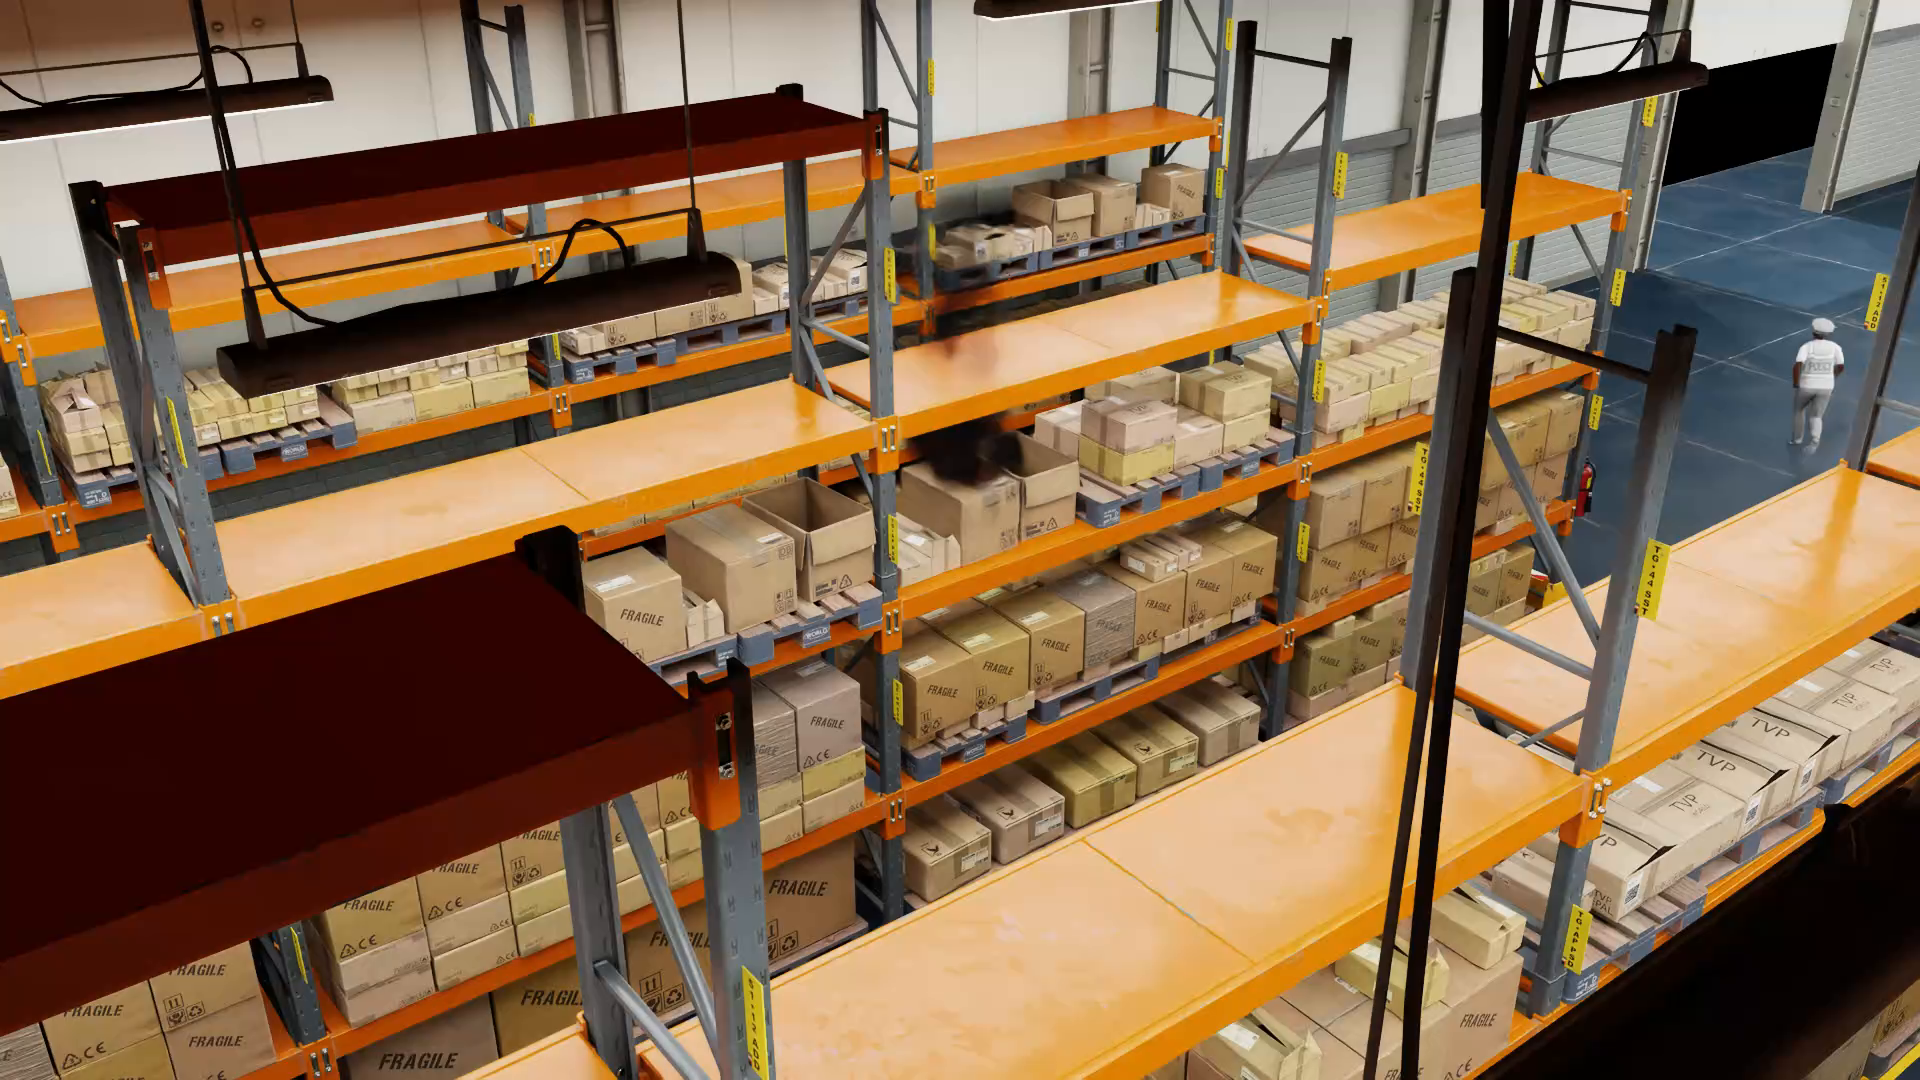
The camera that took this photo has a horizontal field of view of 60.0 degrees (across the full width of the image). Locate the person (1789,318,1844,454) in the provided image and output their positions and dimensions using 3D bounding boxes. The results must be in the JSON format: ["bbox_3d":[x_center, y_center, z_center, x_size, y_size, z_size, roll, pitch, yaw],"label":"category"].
[{"bbox_3d":[10.197,-1.761,19.873,0.574,1.683,1.006,7,27,14],"label":"person"}]
